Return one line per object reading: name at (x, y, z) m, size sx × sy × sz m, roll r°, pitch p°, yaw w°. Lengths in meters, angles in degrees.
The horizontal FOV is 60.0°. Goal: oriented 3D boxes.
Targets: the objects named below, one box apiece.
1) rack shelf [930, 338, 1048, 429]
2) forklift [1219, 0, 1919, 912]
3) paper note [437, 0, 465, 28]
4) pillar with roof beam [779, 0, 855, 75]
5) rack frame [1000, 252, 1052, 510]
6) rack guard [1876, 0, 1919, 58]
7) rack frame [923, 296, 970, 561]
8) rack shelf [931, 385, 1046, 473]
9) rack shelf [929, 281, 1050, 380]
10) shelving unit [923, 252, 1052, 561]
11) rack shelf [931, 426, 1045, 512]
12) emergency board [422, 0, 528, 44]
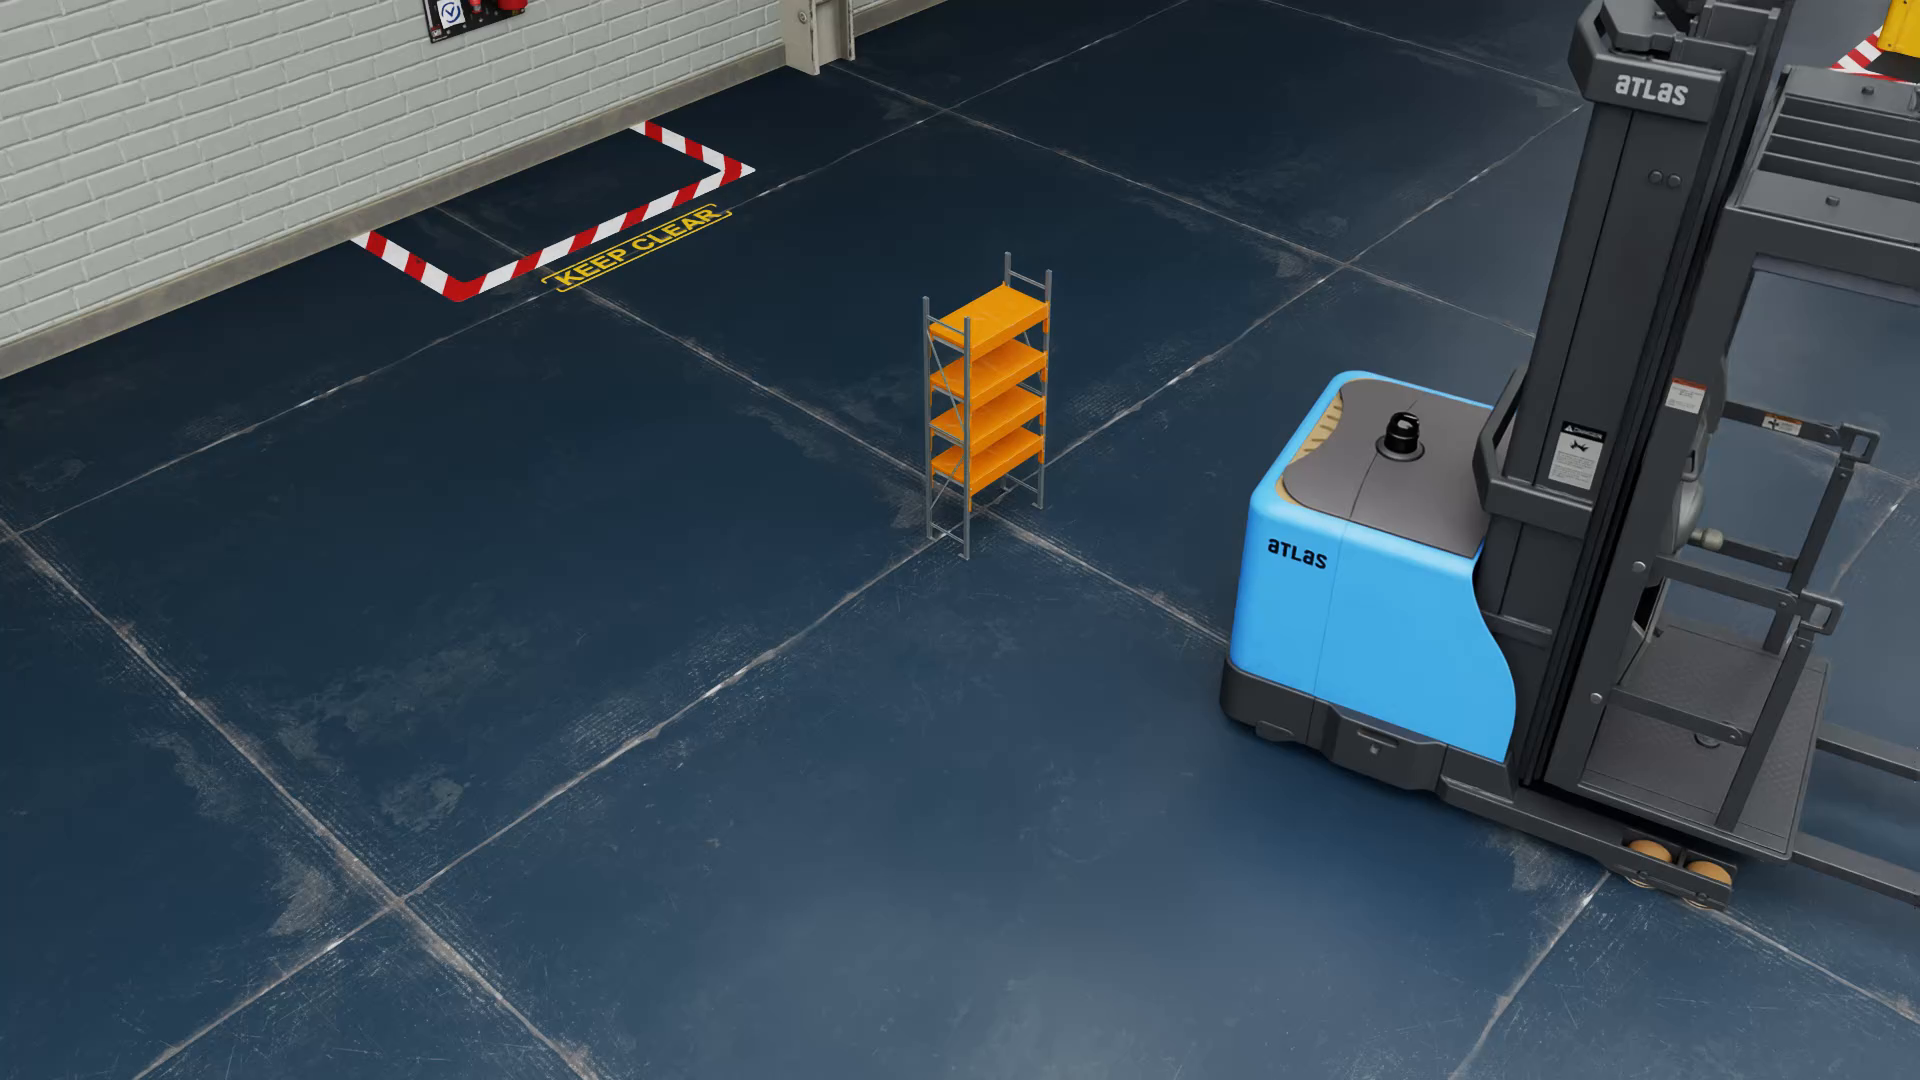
rack shelf at (0.112, -0.668, 6.875) m, size 0.258 × 0.148 × 0.480 m, roll 30°, pitch 47°, yaw 32°
forklift at (2.530, -0.269, 5.233) m, size 3.031 × 2.935 × 1.130 m, roll 19°, pitch 42°, yaw 22°
paper note at (-2.826, -2.934, 9.238) m, size 0.016 × 0.148 × 0.142 m, roll 30°, pitch 47°, yaw 32°
pillar with roof beam at (2.217, -4.991, 6.297) m, size 9.100 × 9.000 × 0.400 m, roll 30°, pitch 47°, yaw 32°
rack frame at (0.276, -0.658, 7.113) m, size 0.240 × 1.200 × 0.015 m, roll 30°, pitch 47°, yaw 32°
rack guard at (6.896, -3.455, 11.193) m, size 1.175 × 0.500 × 0.348 m, roll 30°, pitch 47°, yaw 32°
rack frame at (-0.053, -0.434, 6.831) m, size 0.240 × 1.200 × 0.015 m, roll 30°, pitch 47°, yaw 32°
rack shelf at (0.112, -0.493, 7.014) m, size 0.258 × 0.148 × 0.480 m, roll 30°, pitch 47°, yaw 32°
rack shelf at (0.112, -0.853, 6.728) m, size 0.258 × 0.148 × 0.480 m, roll 30°, pitch 47°, yaw 32°
shelving unit at (0.112, -0.546, 6.972) m, size 0.258 × 1.200 × 0.503 m, roll 30°, pitch 47°, yaw 32°
rack shelf at (0.112, -0.338, 7.138) m, size 0.258 × 0.148 × 0.480 m, roll 30°, pitch 47°, yaw 32°
emergency board at (-2.656, -3.332, 9.030) m, size 0.194 × 1.169 × 0.643 m, roll 30°, pitch 47°, yaw 32°
